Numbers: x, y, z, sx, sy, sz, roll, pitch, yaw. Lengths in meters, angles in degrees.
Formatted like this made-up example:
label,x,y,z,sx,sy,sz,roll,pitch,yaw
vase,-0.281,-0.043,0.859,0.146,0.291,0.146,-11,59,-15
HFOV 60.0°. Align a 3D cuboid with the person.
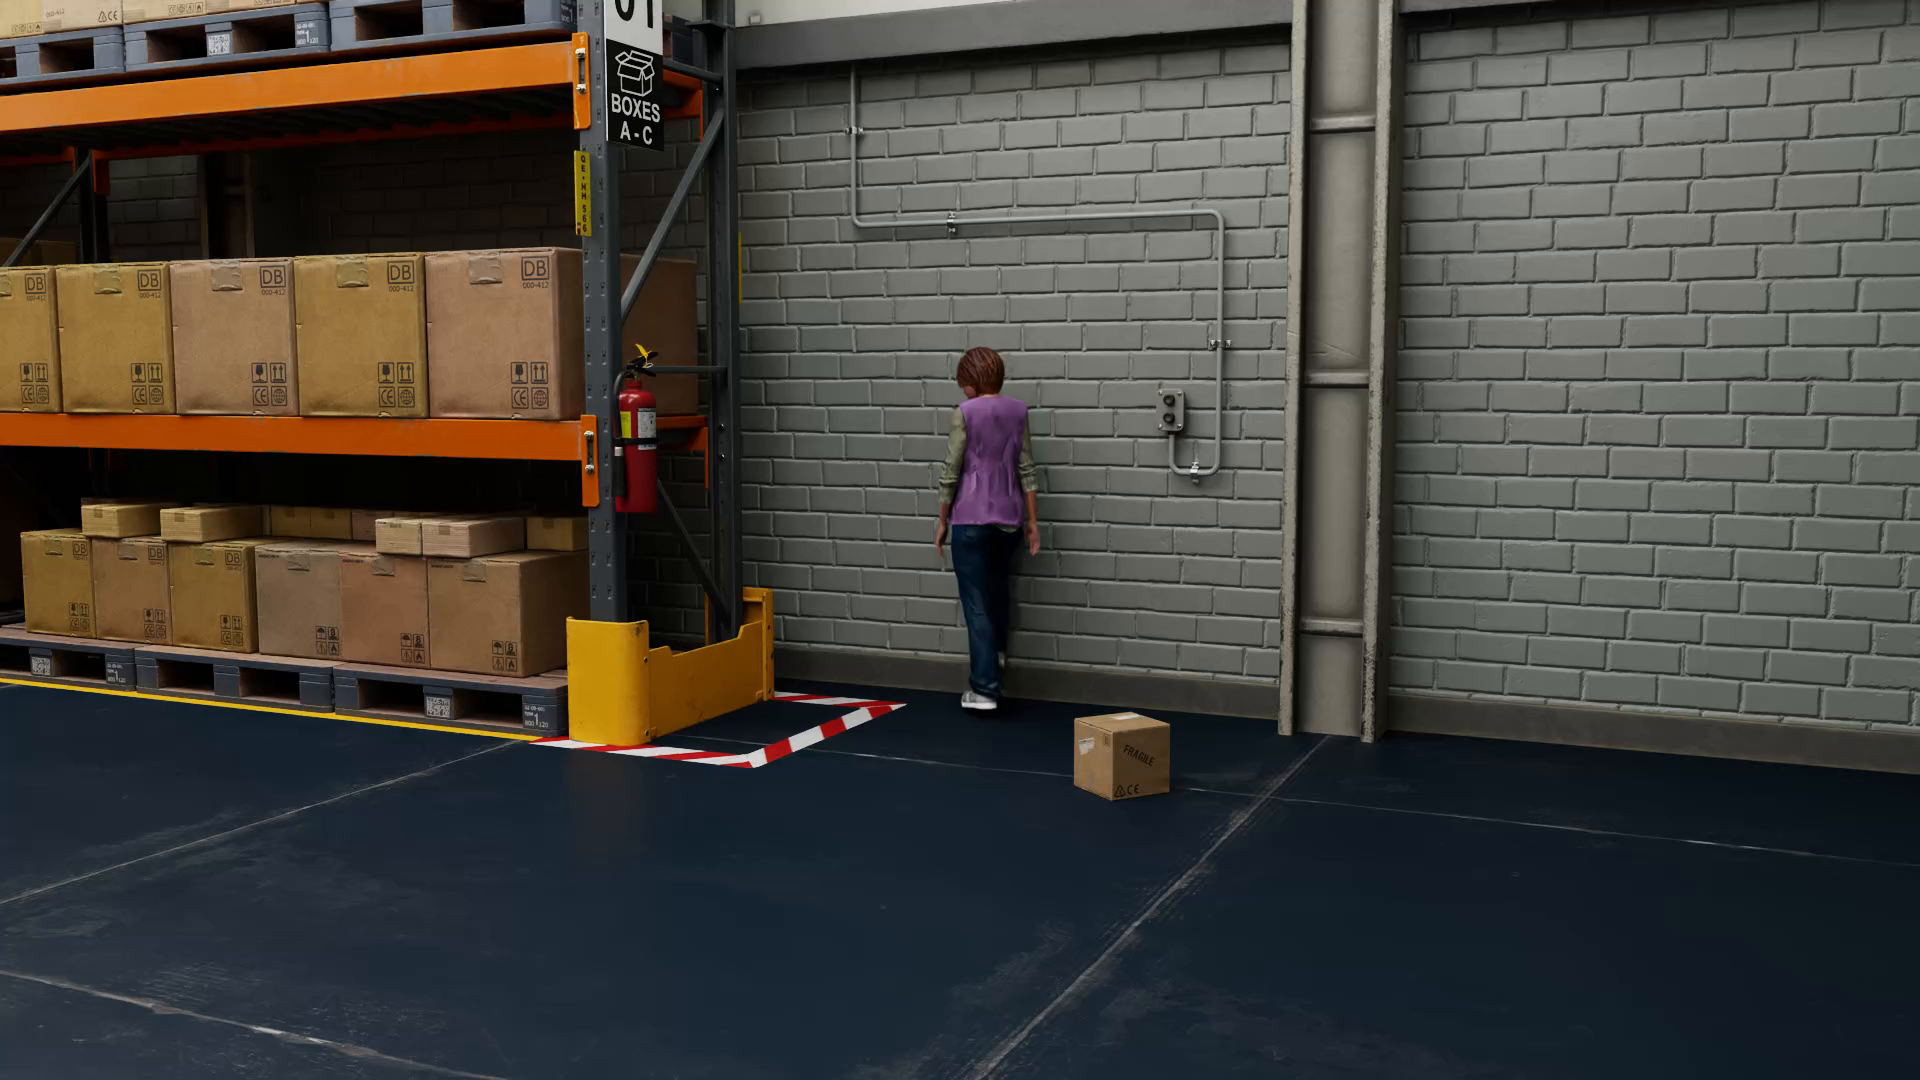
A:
label,x,y,z,sx,sy,sz,roll,pitch,yaw
person,0.083,-0.058,7.374,0.463,1.586,0.587,-2,6,-23
